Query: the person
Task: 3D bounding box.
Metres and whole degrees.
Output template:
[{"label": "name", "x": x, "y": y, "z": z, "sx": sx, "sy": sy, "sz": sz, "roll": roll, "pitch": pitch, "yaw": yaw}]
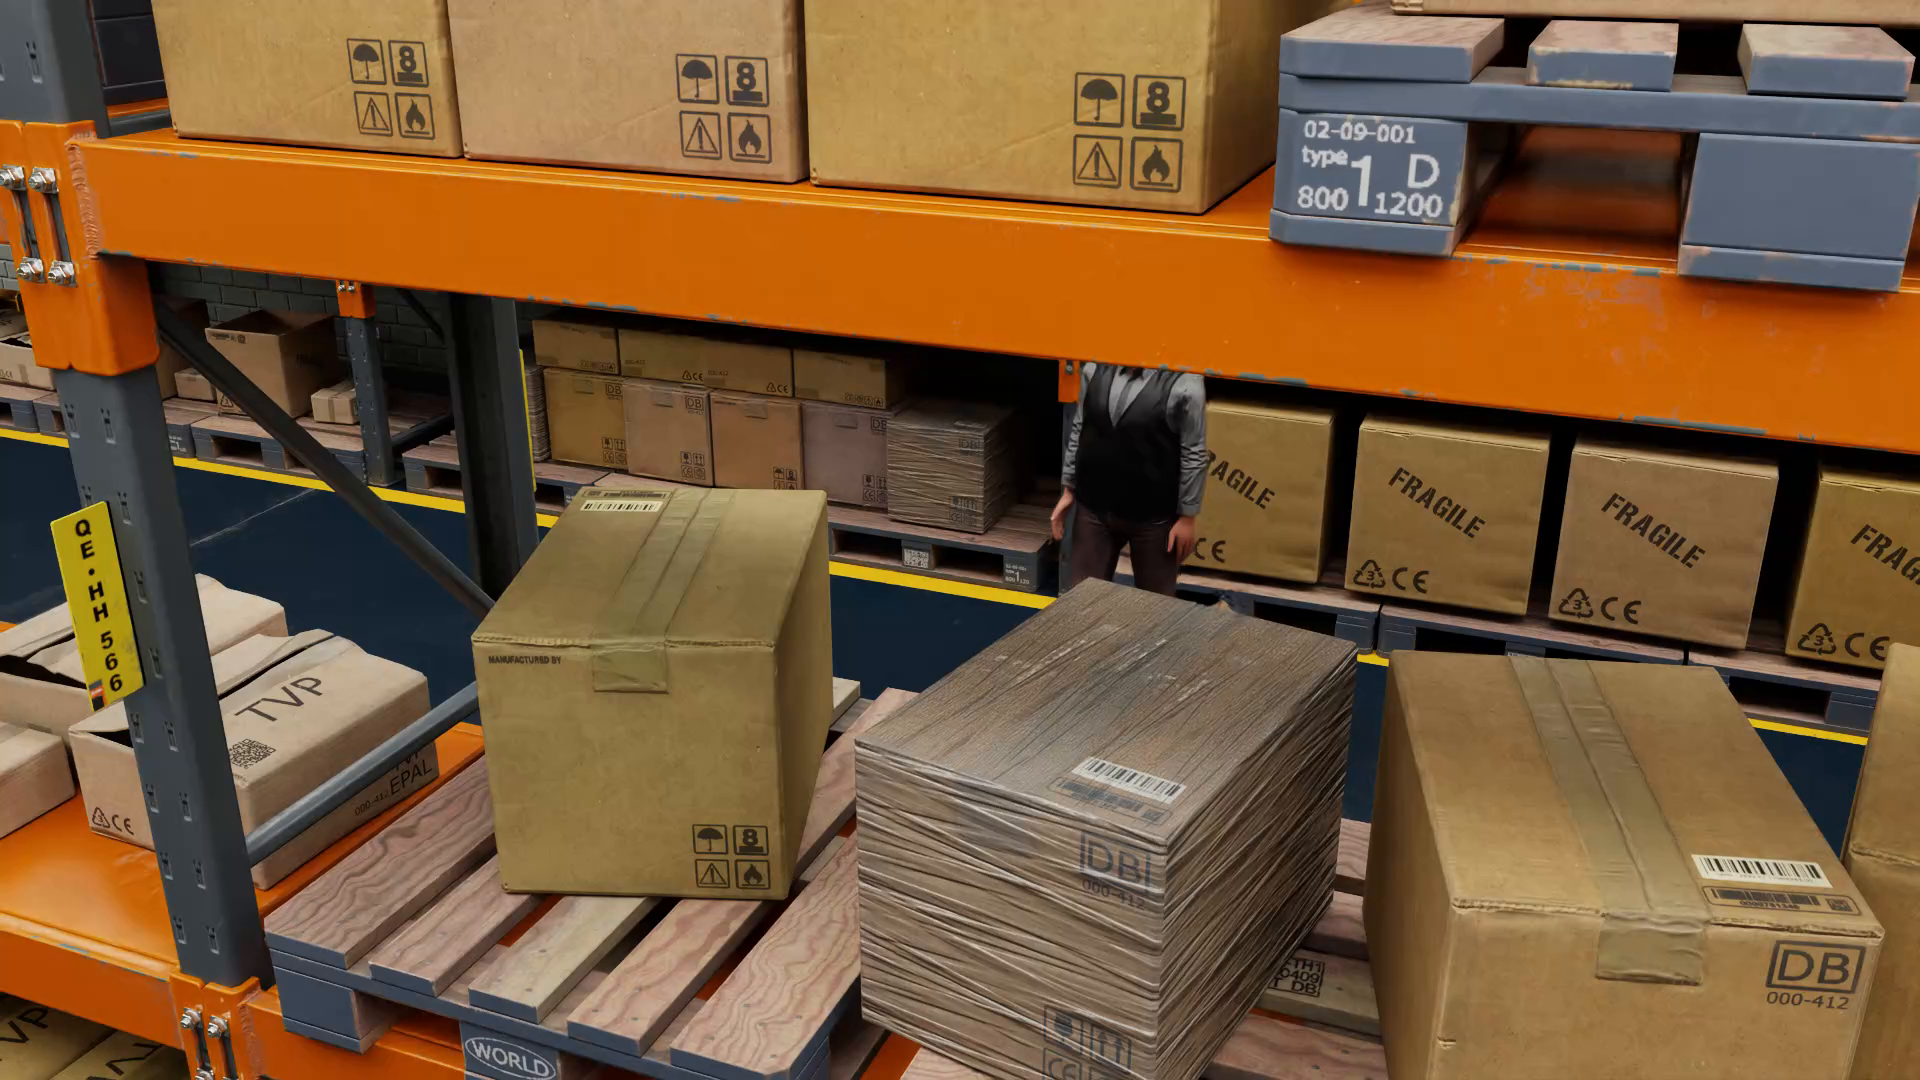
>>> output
[{"label": "person", "x": 0.659, "y": -0.034, "z": 6.326, "sx": 0.564, "sy": 1.470, "sz": 0.385, "roll": 12, "pitch": 25, "yaw": 27}]
